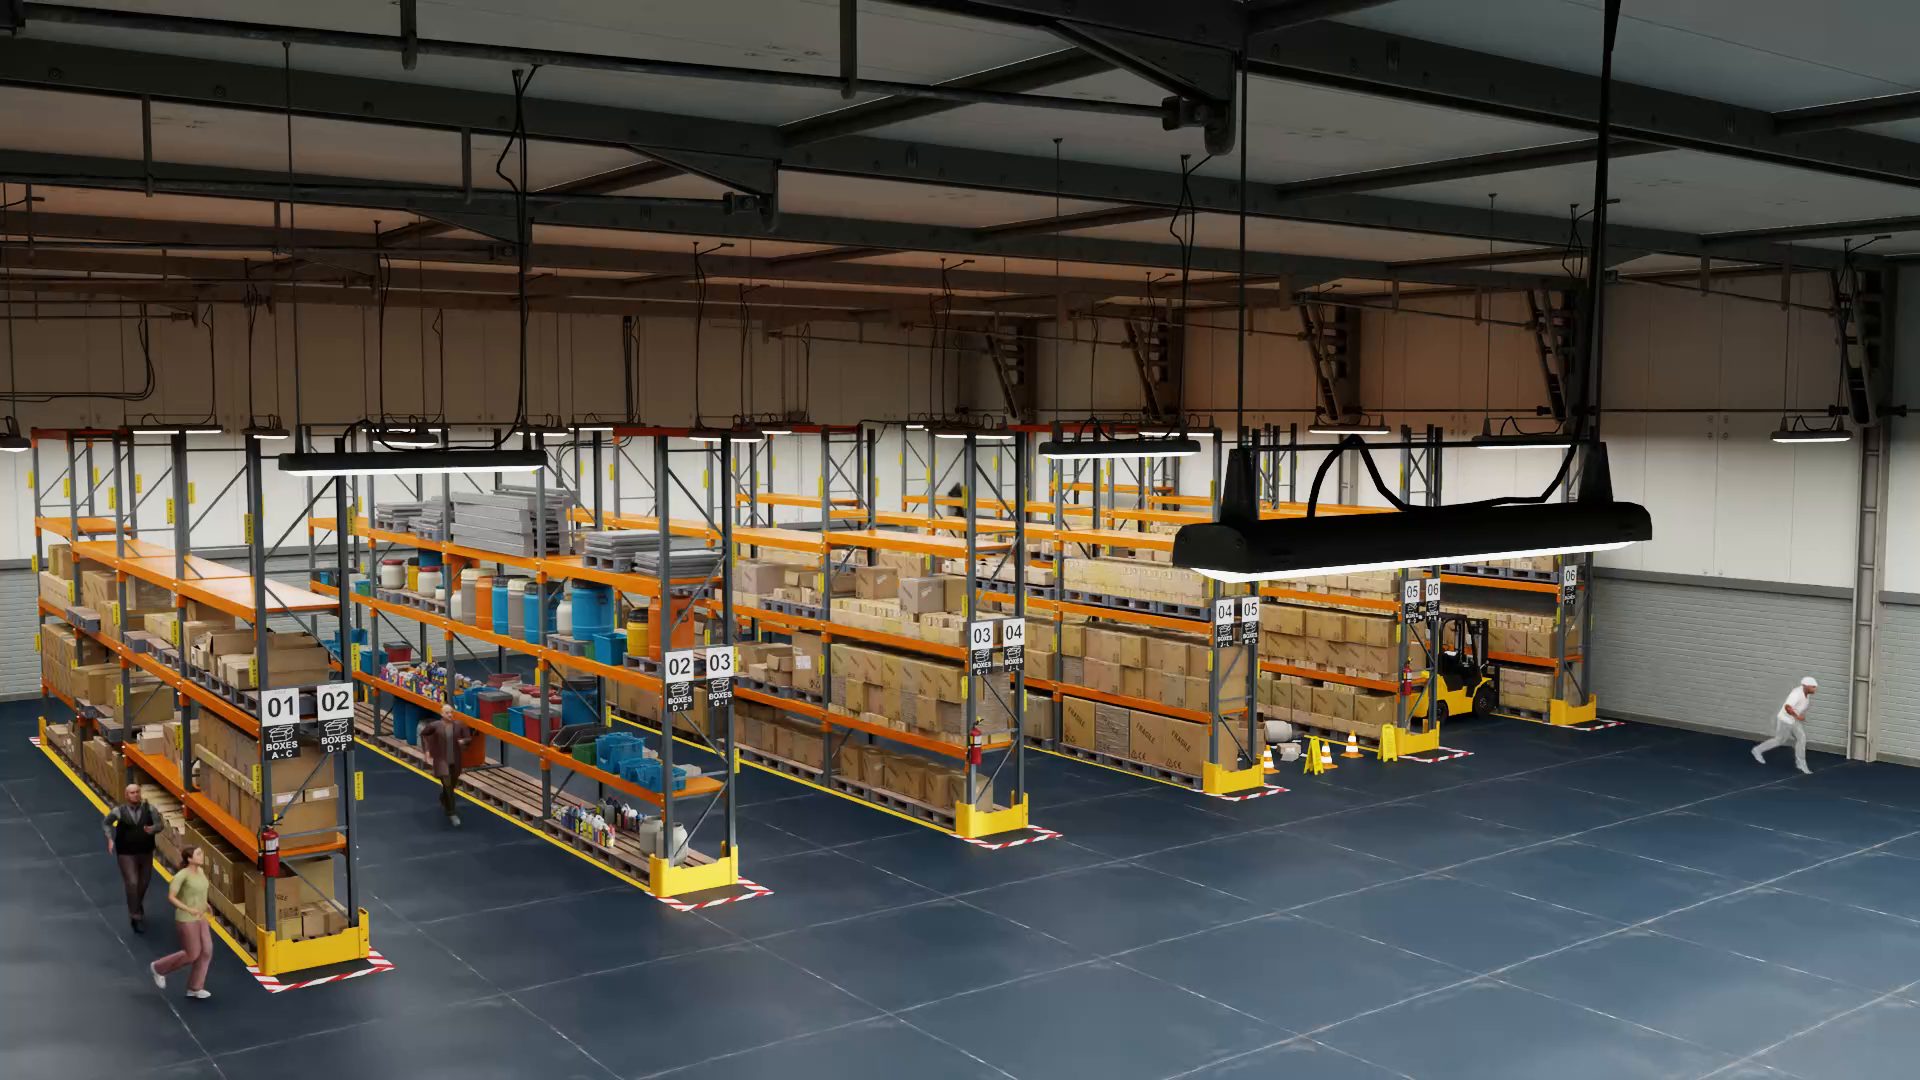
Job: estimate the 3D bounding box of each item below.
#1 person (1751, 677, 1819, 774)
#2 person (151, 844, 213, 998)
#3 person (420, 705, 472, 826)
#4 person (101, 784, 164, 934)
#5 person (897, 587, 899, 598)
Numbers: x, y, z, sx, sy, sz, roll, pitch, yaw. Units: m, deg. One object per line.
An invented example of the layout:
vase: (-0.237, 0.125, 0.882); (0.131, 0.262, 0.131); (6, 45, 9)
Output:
person: (14.483, 3.219, 29.200); (1.055, 1.715, 0.711); (3, 6, 38)
person: (-8.367, 4.098, 18.031); (0.690, 1.623, 0.613); (1, 5, 8)
person: (-7.861, 3.406, 25.523); (0.690, 1.788, 1.047); (-3, 6, -36)
person: (-10.090, 3.852, 20.354); (0.644, 1.735, 0.921); (-4, 6, -41)
person: (-1.519, 1.974, 44.761); (0.638, 1.719, 0.690); (-1, 5, -7)
